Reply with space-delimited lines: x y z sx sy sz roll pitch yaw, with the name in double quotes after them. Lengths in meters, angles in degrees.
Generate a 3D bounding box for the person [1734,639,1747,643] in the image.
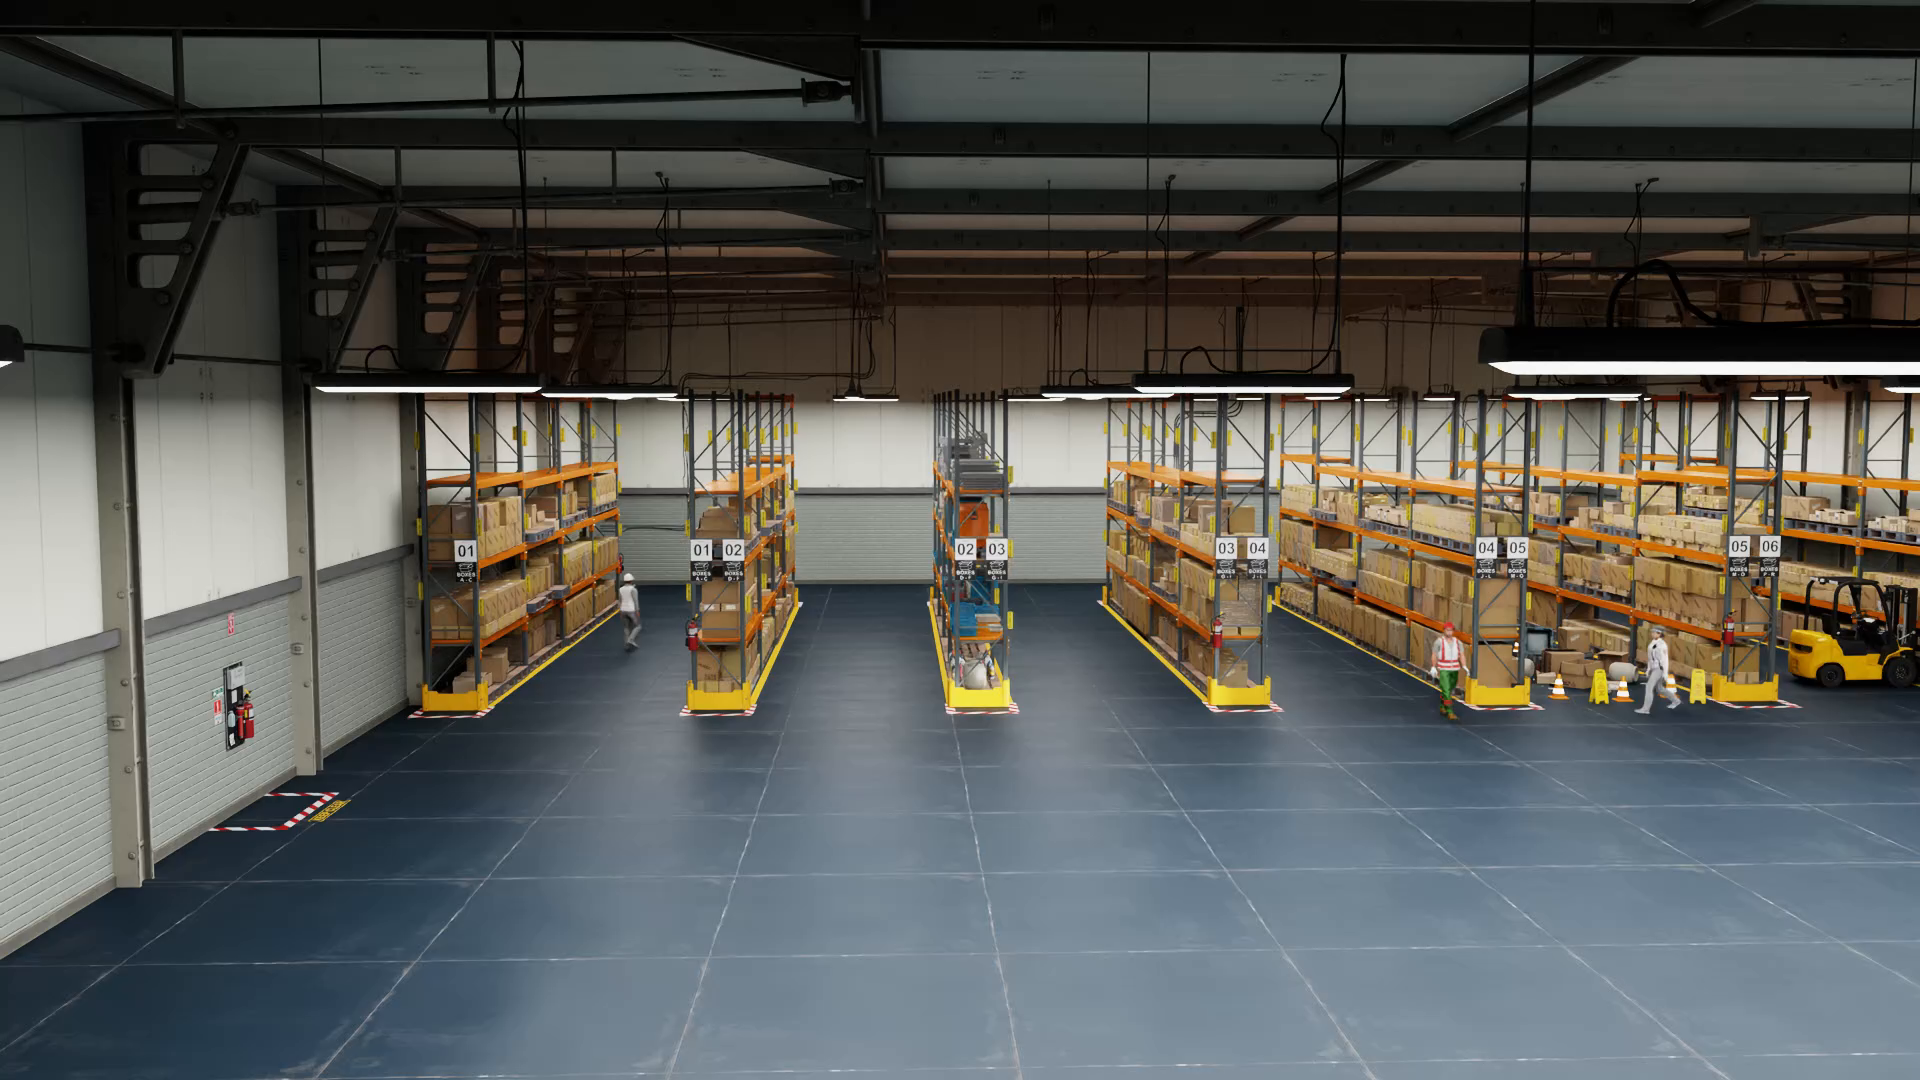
17.140 1.943 36.411 0.431 1.595 0.446 -1 5 -12 "person"

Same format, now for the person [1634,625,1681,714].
12.913 2.384 30.737 0.928 1.641 0.484 0 5 -5 "person"

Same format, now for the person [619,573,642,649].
-7.741 1.672 38.862 0.565 1.776 0.479 3 5 28 "person"

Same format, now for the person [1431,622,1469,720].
8.928 2.364 30.229 0.554 1.735 1.026 -1 5 -7 "person"
